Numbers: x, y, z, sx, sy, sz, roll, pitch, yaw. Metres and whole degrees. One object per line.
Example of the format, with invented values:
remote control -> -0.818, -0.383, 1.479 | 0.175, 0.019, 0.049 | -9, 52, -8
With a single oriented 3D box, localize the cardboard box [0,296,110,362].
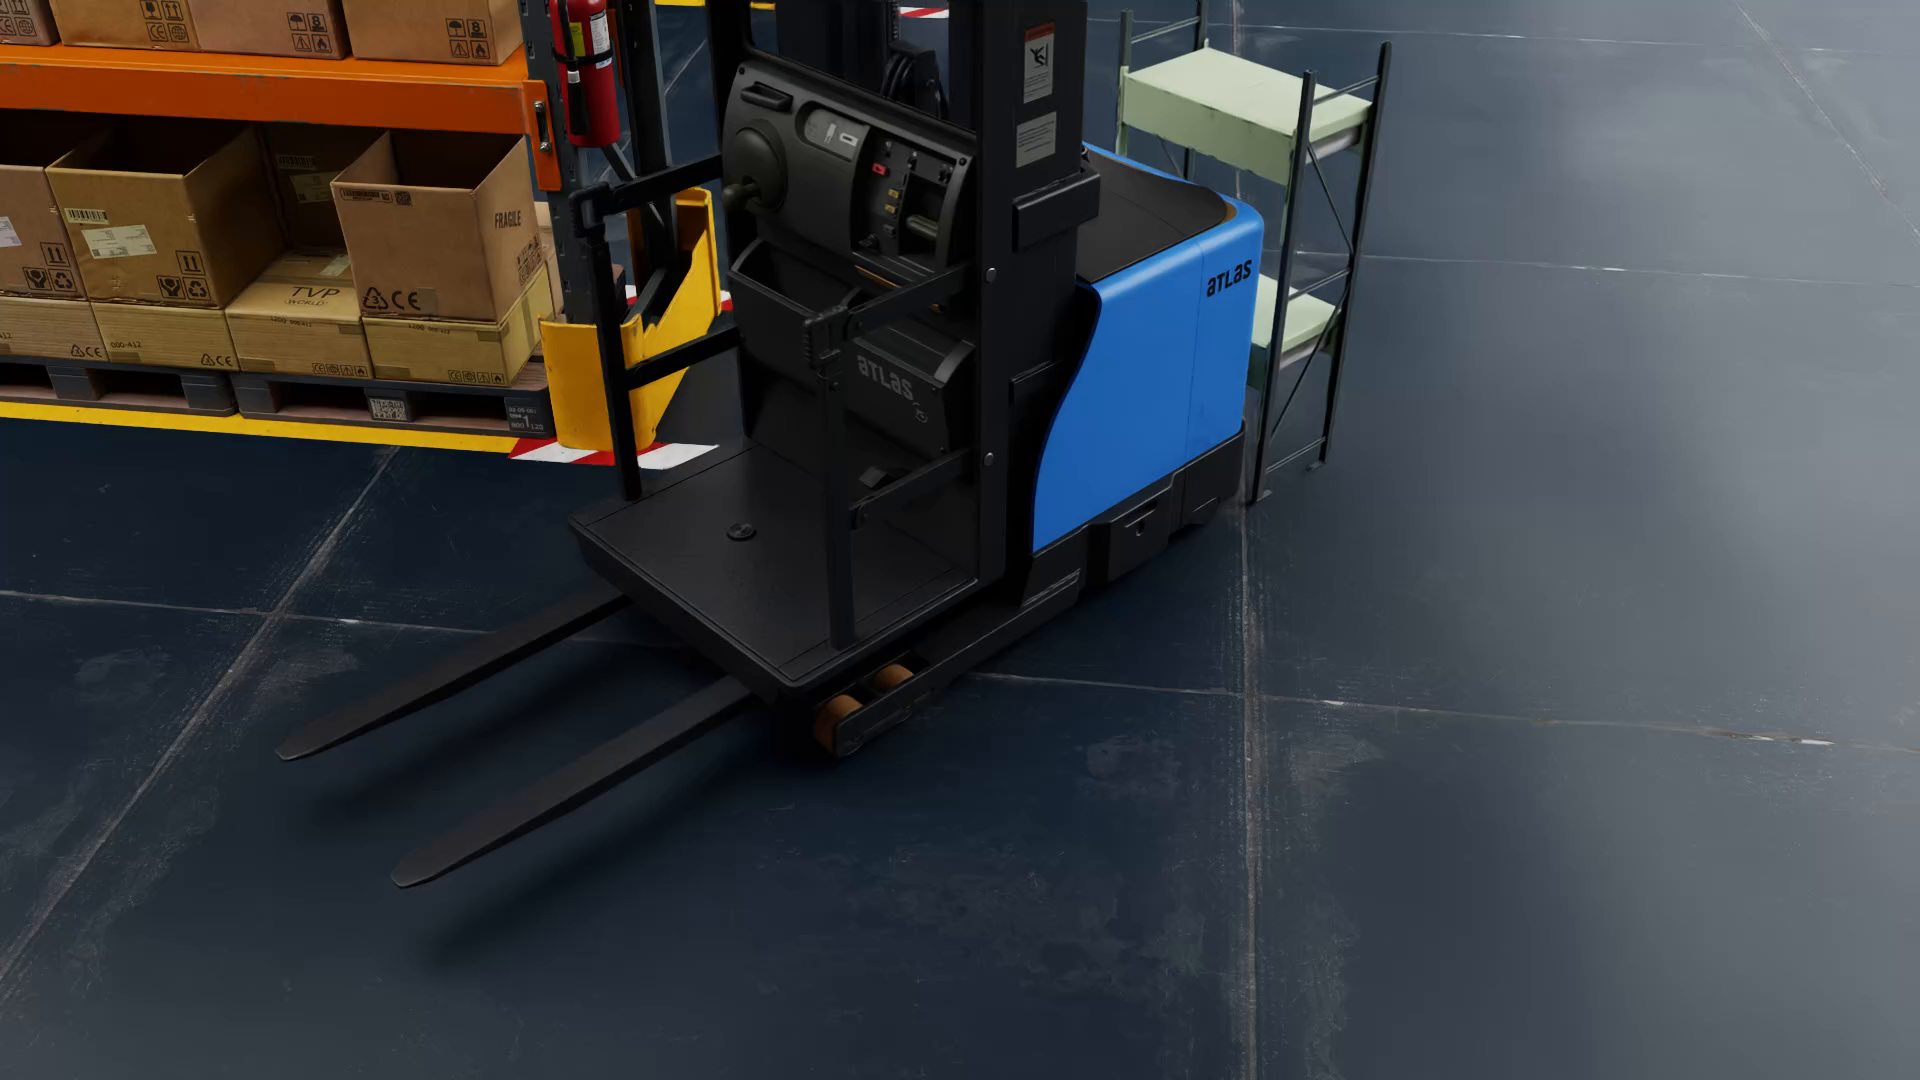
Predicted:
cardboard box -> -3.297, -0.904, 6.181 | 0.500, 0.250, 0.500 | 4, 36, 6

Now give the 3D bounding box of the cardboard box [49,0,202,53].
cardboard box -> -2.713, -2.038, 5.678 | 0.500, 0.500, 0.700 | 4, 36, 6

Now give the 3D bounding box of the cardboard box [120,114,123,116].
cardboard box -> -3.229, -1.516, 6.393 | 0.500, 0.500, 0.500 | 4, 36, 6

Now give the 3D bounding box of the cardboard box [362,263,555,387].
cardboard box -> -1.807, -0.800, 6.035 | 0.500, 0.250, 0.500 | 4, 36, 6

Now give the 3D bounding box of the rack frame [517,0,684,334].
rack frame -> -1.238, -1.879, 5.541 | 0.127, 3.000, 1.000 | 4, 36, 6

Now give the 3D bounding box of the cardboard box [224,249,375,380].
cardboard box -> -2.305, -0.830, 6.077 | 0.500, 0.250, 0.500 | 4, 36, 6

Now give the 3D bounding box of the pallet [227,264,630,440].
pallet -> -2.002, -0.776, 6.397 | 1.213, 0.211, 1.003 | 4, 36, 6

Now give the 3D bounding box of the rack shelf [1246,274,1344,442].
rack shelf -> 0.907, -0.710, 5.756 | 0.431, 0.370, 0.720 | -27, 44, -33

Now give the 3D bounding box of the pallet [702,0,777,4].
pallet -> -1.490, -3.639, 10.408 | 1.213, 0.211, 1.003 | 4, 36, 6

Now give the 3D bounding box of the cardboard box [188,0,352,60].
cardboard box -> -2.221, -1.997, 5.622 | 0.500, 0.500, 0.700 | 5, 36, 7

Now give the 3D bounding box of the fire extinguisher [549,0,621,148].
fire extinguisher -> -1.180, -1.571, 5.177 | 0.183, 0.674, 0.296 | 4, 36, 6

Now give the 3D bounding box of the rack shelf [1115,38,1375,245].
rack shelf -> 0.907, -1.293, 5.340 | 0.431, 0.370, 0.720 | -27, 44, -33

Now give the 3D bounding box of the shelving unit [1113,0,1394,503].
shelving unit -> 0.907, -0.976, 5.567 | 0.431, 1.500, 0.755 | -27, 44, -33

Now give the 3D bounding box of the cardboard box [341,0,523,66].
cardboard box -> -1.699, -1.961, 5.571 | 0.500, 0.500, 0.700 | 4, 36, 6

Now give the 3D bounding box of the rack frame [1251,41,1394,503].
rack frame -> 1.151, -0.817, 5.344 | 0.400, 1.500, 0.023 | -27, 44, -33

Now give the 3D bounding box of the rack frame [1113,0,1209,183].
rack frame -> 0.664, -1.135, 5.790 | 0.400, 1.500, 0.023 | -27, 44, -33

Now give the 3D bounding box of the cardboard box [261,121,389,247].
cardboard box -> -2.238, -1.439, 6.286 | 0.500, 0.500, 0.500 | 4, 36, 6

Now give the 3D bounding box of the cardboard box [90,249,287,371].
cardboard box -> -2.801, -0.866, 6.128 | 0.500, 0.250, 0.500 | 4, 36, 6

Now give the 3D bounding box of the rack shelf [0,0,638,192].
rack shelf -> -3.222, -1.734, 5.958 | 4.000, 0.370, 1.077 | 4, 36, 6

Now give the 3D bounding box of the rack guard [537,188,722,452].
rack guard -> -1.214, -0.860, 6.265 | 0.348, 0.500, 1.175 | 4, 36, 6

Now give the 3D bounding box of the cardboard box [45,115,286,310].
cardboard box -> -2.801, -1.169, 5.907 | 0.500, 0.500, 0.500 | 4, 36, 6

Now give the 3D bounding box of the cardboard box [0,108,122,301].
cardboard box -> -3.297, -1.207, 5.960 | 0.500, 0.500, 0.500 | 4, 36, 6

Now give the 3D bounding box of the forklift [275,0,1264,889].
forklift -> -0.467, -0.933, 4.275 | 3.031, 2.935, 1.130 | -29, 45, -34

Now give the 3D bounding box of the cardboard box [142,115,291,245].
cardboard box -> -2.735, -1.469, 6.327 | 0.500, 0.500, 0.500 | 4, 36, 6

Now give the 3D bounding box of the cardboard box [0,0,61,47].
cardboard box -> -3.235, -2.074, 5.729 | 0.500, 0.500, 0.700 | 5, 36, 7

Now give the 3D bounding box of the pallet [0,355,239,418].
pallet -> -3.208, -0.868, 6.525 | 1.213, 0.211, 1.003 | 4, 36, 6

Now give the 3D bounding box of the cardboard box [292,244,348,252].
cardboard box -> -2.238, -1.133, 6.502 | 0.500, 0.250, 0.500 | 4, 36, 6

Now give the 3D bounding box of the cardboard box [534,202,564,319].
cardboard box -> -1.741, -1.098, 6.453 | 0.500, 0.250, 0.500 | 4, 36, 6

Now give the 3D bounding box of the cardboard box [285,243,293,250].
cardboard box -> -2.734, -1.170, 6.554 | 0.500, 0.250, 0.500 | 4, 36, 6

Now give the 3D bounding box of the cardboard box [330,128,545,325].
cardboard box -> -1.808, -1.104, 5.816 | 0.500, 0.500, 0.500 | 4, 36, 6
